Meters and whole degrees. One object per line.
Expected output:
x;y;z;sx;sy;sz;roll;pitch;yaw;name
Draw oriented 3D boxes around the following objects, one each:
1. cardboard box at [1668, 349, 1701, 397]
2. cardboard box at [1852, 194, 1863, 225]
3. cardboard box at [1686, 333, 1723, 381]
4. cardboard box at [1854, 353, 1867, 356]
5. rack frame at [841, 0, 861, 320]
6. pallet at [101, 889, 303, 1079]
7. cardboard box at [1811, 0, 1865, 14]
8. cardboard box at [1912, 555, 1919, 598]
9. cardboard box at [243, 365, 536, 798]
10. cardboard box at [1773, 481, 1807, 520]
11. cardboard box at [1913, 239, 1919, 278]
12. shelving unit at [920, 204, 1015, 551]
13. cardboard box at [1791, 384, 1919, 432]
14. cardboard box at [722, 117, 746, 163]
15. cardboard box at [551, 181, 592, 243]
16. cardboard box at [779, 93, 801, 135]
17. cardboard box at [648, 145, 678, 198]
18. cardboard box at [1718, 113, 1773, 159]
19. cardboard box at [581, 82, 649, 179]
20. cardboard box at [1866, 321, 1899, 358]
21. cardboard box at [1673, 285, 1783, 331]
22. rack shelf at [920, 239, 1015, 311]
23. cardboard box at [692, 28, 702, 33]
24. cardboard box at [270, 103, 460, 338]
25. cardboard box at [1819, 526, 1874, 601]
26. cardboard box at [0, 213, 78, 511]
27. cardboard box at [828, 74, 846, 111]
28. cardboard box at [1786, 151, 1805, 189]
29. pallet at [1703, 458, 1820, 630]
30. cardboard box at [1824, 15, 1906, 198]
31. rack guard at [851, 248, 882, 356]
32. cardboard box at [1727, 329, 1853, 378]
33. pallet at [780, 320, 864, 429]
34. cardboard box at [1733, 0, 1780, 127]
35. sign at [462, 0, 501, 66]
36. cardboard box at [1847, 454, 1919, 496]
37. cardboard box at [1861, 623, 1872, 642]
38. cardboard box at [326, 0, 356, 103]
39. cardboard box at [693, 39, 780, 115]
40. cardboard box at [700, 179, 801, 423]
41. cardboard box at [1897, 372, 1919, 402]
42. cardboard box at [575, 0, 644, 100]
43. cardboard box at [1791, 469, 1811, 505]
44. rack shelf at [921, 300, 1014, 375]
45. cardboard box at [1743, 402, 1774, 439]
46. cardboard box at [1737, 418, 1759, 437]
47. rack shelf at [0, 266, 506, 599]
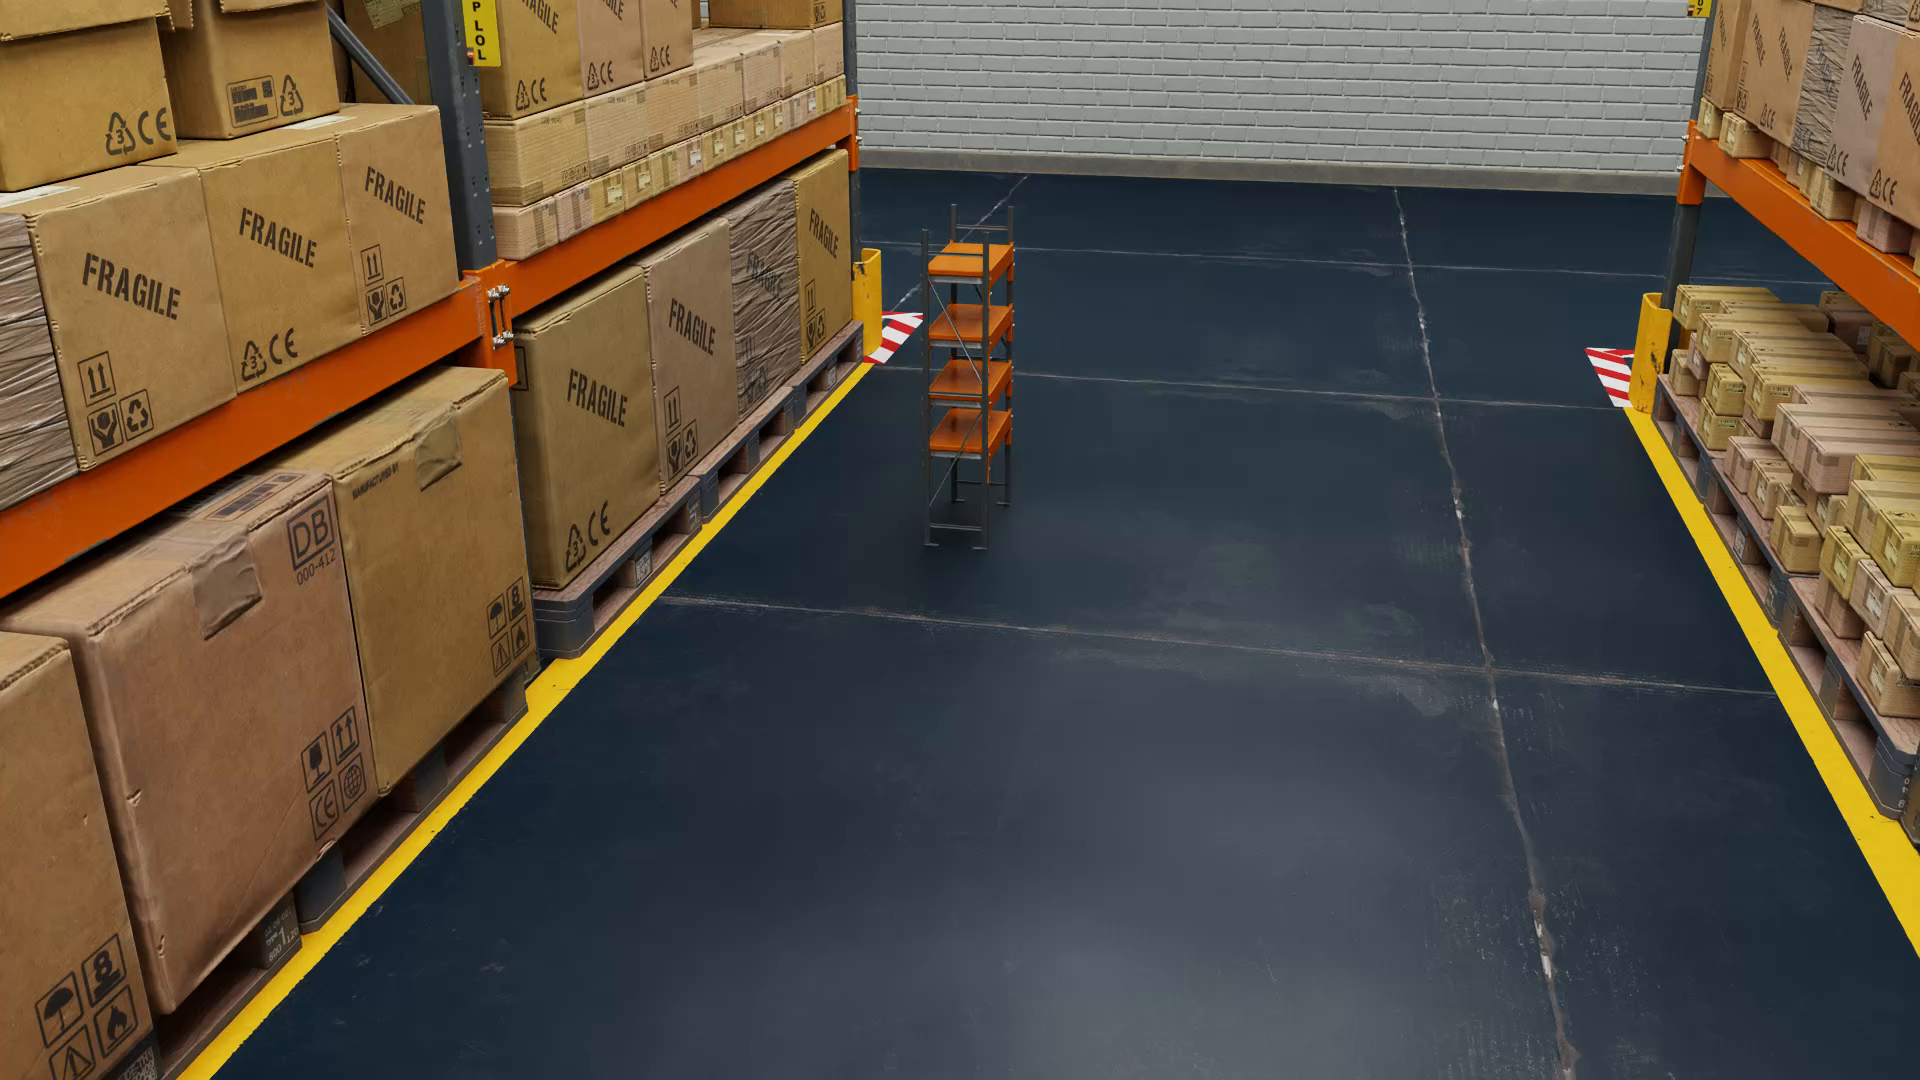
3.394;-0.739;7.427;0.380;0.149;0.250;5;22;12;cardboard box
3.093;-1.055;5.295;0.380;0.149;0.250;4;22;10;cardboard box
3.345;-0.776;7.122;0.380;0.149;0.250;4;22;11;cardboard box
3.880;-0.738;7.026;0.380;0.149;0.250;4;22;10;cardboard box
-1.021;-2.449;8.419;1.000;3.000;0.127;4;22;11;rack frame
-2.167;1.043;3.481;1.003;0.211;1.213;4;22;11;pallet
3.138;-1.978;5.379;0.500;0.500;0.500;4;22;9;cardboard box
2.816;0.131;4.471;0.380;0.149;0.250;5;22;12;cardboard box
-1.948;0.040;4.520;1.225;0.875;0.875;5;22;11;cardboard box
3.075;-0.081;5.795;0.380;0.149;0.250;5;22;12;cardboard box
2.886;-0.772;4.592;0.380;0.149;0.250;5;23;13;cardboard box
0.034;-0.617;6.280;0.258;1.200;0.503;4;22;11;shelving unit
3.168;-0.434;5.875;0.380;0.149;0.250;5;22;11;cardboard box
-1.083;-1.618;6.692;0.380;0.149;0.250;5;22;12;cardboard box
-1.397;-1.048;5.278;0.380;0.149;0.250;4;22;9;cardboard box
-0.927;-1.898;7.388;0.380;0.149;0.250;5;22;12;cardboard box
-1.240;-1.335;5.988;0.380;0.149;0.250;4;22;10;cardboard box
3.309;-1.633;6.730;0.380;0.149;0.250;4;22;9;cardboard box
-1.378;-1.388;5.587;0.500;0.250;0.500;4;22;11;cardboard box
3.918;-0.777;6.726;0.380;0.149;0.250;4;22;10;cardboard box
3.375;-1.016;7.320;0.380;0.149;0.250;3;22;8;cardboard box
0.034;-0.982;6.133;0.258;0.148;0.480;4;22;11;rack shelf
-1.483;-2.172;7.533;0.500;0.250;0.500;4;22;10;cardboard box
-1.665;-0.840;4.291;0.500;0.500;0.500;5;22;11;cardboard box
2.832;0.080;4.995;0.380;0.149;0.250;4;22;9;cardboard box
-1.980;-0.286;2.914;0.500;0.500;0.500;5;22;11;cardboard box
-0.771;-2.177;8.080;0.380;0.149;0.250;5;22;12;cardboard box
3.232;-1.343;6.008;0.380;0.149;0.250;4;22;10;cardboard box
3.347;0.027;6.005;1.003;0.211;1.213;4;22;11;pallet
3.030;-1.325;5.097;0.500;0.500;0.500;4;22;11;cardboard box
-1.016;-1.298;8.908;1.175;0.500;0.348;4;22;11;rack guard
3.290;-0.727;6.601;0.380;0.149;0.250;3;22;8;cardboard box
-1.107;-0.857;8.199;1.003;0.211;1.213;4;22;11;pallet
3.368;-1.877;6.468;0.500;0.500;0.500;5;22;11;cardboard box
-1.304;-1.448;4.491;0.100;0.325;0.005;4;22;11;sign
3.002;-0.146;5.159;0.380;0.149;0.250;5;23;13;cardboard box
2.879;0.299;4.851;0.380;0.149;0.250;5;22;12;cardboard box
-2.005;-1.591;5.087;0.500;0.500;0.500;5;22;12;cardboard box
-1.067;-1.948;6.978;0.500;0.250;0.500;4;22;9;cardboard box
-1.259;-1.085;7.315;0.875;0.875;0.875;4;22;11;cardboard box
3.641;-0.497;6.030;0.380;0.149;0.250;4;22;9;cardboard box
-1.381;-1.737;5.451;0.500;0.500;0.500;4;22;11;cardboard box
3.086;-0.195;5.679;0.380;0.149;0.250;3;22;8;cardboard box
0.034;-0.762;6.221;0.258;0.148;0.480;4;22;11;rack shelf
3.262;-0.490;6.411;0.380;0.149;0.250;3;22;8;cardboard box
3.259;-0.360;6.486;0.380;0.149;0.250;5;22;11;cardboard box
-2.245;0.079;3.105;1.077;0.370;4.000;4;22;11;rack shelf
